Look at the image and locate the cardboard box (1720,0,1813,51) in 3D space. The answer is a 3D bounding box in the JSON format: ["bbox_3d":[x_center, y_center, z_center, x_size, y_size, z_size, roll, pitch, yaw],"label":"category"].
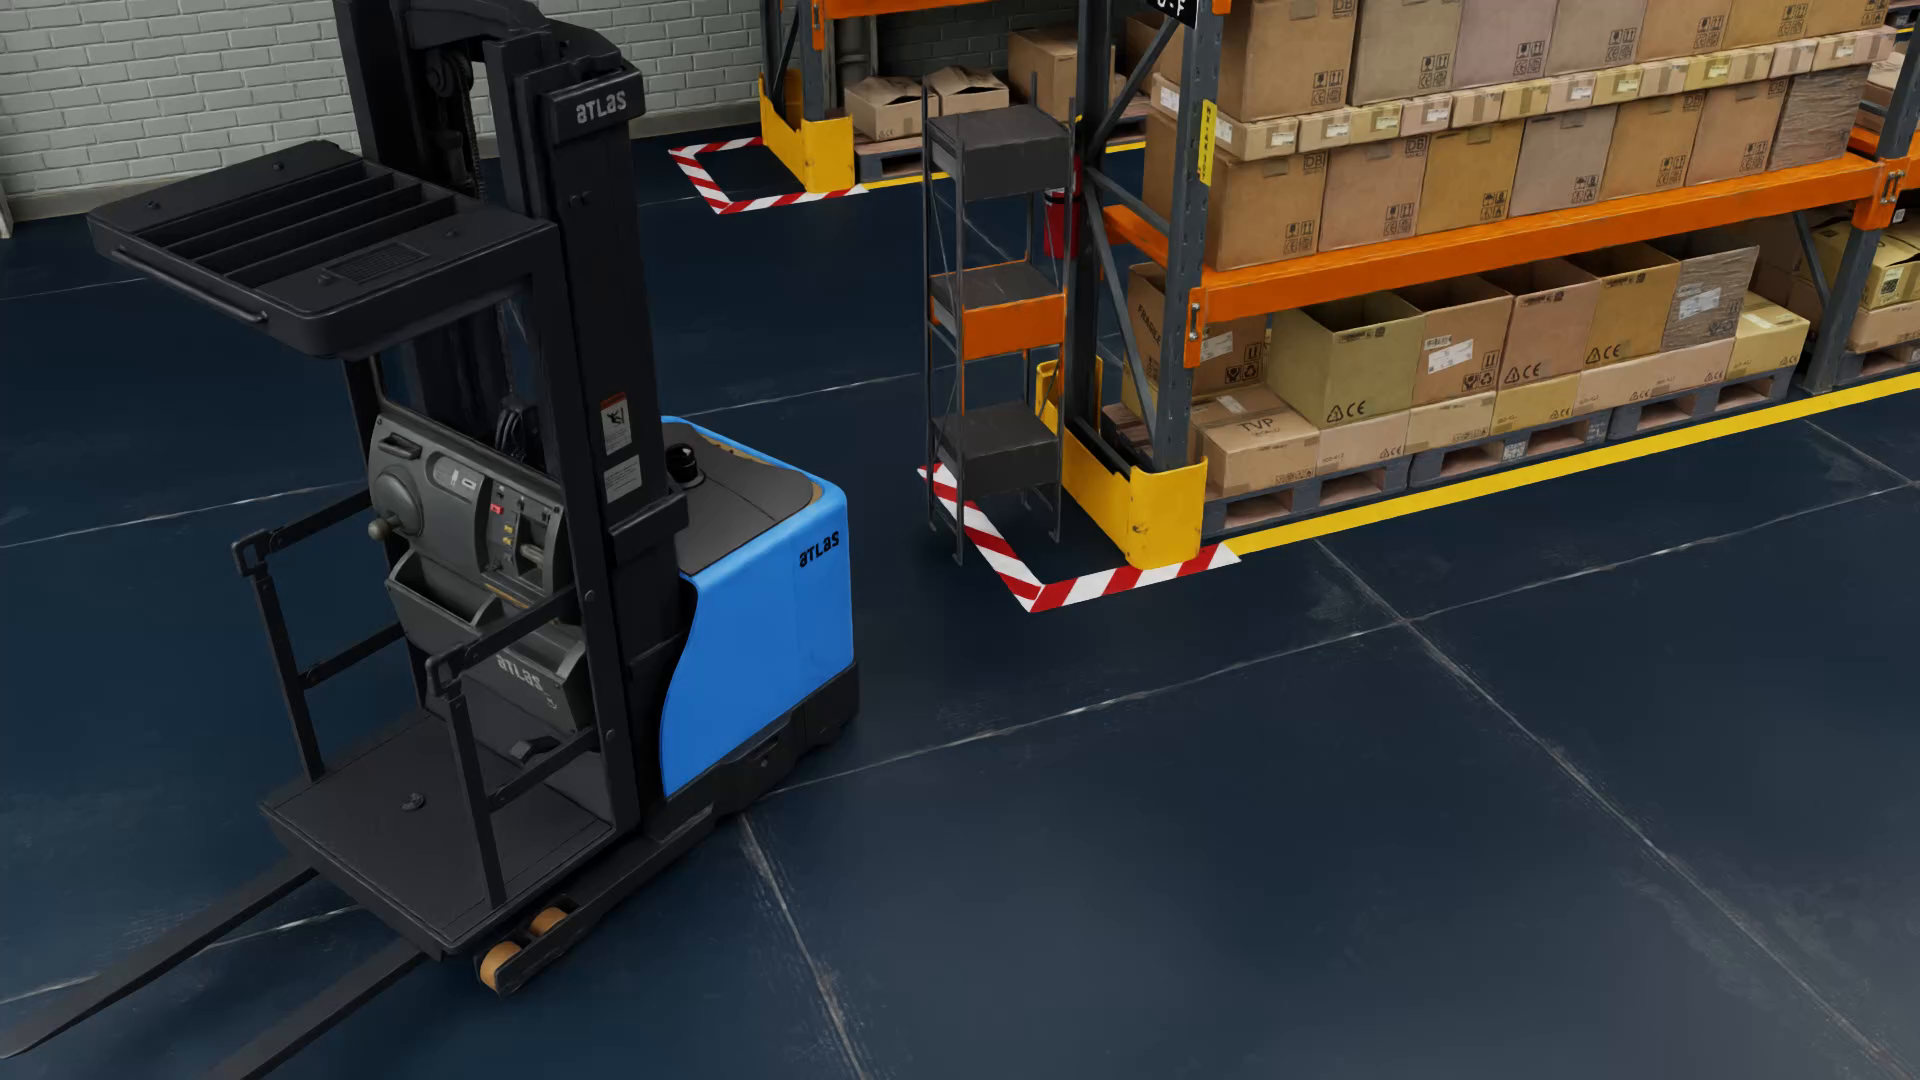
[{"bbox_3d":[3.577,-2.671,7.824,0.500,0.500,0.700,-13,35,-19],"label":"cardboard box"}]

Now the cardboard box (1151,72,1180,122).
[{"bbox_3d":[1.039,-1.935,7.288,0.250,0.149,0.380,-13,35,-20],"label":"cardboard box"}]

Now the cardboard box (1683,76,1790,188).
[{"bbox_3d":[3.558,-2.120,8.166,0.500,0.500,0.700,-13,35,-19],"label":"cardboard box"}]

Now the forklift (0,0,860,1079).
[{"bbox_3d":[-1.704,-0.048,5.137,1.130,2.935,3.031,23,40,31],"label":"forklift"}]

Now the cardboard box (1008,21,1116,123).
[{"bbox_3d":[0.734,-3.423,12.149,0.500,0.500,0.700,-15,36,-22],"label":"cardboard box"}]

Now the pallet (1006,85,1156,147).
[{"bbox_3d":[0.795,-3.192,12.462,1.213,0.211,1.003,-13,35,-19],"label":"pallet"}]

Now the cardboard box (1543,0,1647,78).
[{"bbox_3d":[2.654,-2.461,7.500,0.500,0.500,0.700,-13,35,-19],"label":"cardboard box"}]

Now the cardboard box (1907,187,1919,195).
[{"bbox_3d":[5.649,-1.995,9.688,0.500,0.311,0.500,-13,35,-19],"label":"cardboard box"}]

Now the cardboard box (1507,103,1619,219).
[{"bbox_3d":[2.622,-1.907,7.839,0.500,0.500,0.700,-12,35,-18],"label":"cardboard box"}]

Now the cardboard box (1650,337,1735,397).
[{"bbox_3d":[3.641,-1.005,8.680,0.500,0.250,0.500,-13,35,-19],"label":"cardboard box"}]

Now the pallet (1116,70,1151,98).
[{"bbox_3d":[1.922,-3.451,12.861,1.213,0.211,1.003,-13,35,-19],"label":"pallet"}]

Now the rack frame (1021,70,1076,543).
[{"bbox_3d":[0.378,-0.967,7.310,0.015,2.100,0.400,-13,35,-19],"label":"rack frame"}]

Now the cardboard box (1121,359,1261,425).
[{"bbox_3d":[1.141,-0.730,8.258,0.500,0.250,0.500,-13,35,-19],"label":"cardboard box"}]

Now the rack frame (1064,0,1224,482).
[{"bbox_3d":[0.761,-1.445,7.221,0.127,3.000,1.000,-13,35,-19],"label":"rack frame"}]

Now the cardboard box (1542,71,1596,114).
[{"bbox_3d":[2.623,-2.058,7.475,0.250,0.149,0.380,-13,35,-18],"label":"cardboard box"}]

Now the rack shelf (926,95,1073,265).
[{"bbox_3d":[0.153,-1.490,6.857,0.480,0.518,0.431,-13,35,-19],"label":"rack shelf"}]

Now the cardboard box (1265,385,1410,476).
[{"bbox_3d":[1.801,-0.577,8.023,0.500,0.250,0.500,-13,35,-19],"label":"cardboard box"}]

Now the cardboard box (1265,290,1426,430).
[{"bbox_3d":[1.801,-0.891,7.817,0.500,0.500,0.500,-13,35,-19],"label":"cardboard box"}]

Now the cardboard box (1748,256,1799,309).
[{"bbox_3d":[4.719,-1.546,9.512,0.500,0.250,0.500,-13,35,-19],"label":"cardboard box"}]

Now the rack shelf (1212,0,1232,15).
[{"bbox_3d":[2.605,-2.823,7.248,4.000,0.370,1.077,-13,35,-19],"label":"rack shelf"}]

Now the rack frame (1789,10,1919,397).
[{"bbox_3d":[4.449,-2.290,8.519,0.127,3.000,1.000,-13,35,-19],"label":"rack frame"}]

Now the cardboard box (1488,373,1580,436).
[{"bbox_3d":[2.725,-0.786,8.343,0.500,0.250,0.500,-13,35,-19],"label":"cardboard box"}]

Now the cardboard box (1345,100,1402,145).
[{"bbox_3d":[1.679,-1.843,7.145,0.250,0.149,0.380,-13,35,-19],"label":"cardboard box"}]

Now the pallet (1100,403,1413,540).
[{"bbox_3d":[1.450,-0.459,8.262,1.213,0.211,1.003,-13,35,-19],"label":"pallet"}]

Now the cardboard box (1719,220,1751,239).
[{"bbox_3d":[3.900,-1.687,9.041,0.500,0.500,0.500,-13,35,-19],"label":"cardboard box"}]

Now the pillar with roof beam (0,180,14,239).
[{"bbox_3d":[-4.716,-3.601,5.033,0.400,9.000,9.100,-13,35,-19],"label":"pillar with roof beam"}]

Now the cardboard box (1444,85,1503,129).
[{"bbox_3d":[2.157,-1.952,7.314,0.250,0.149,0.380,-14,36,-21],"label":"cardboard box"}]

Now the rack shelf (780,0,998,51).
[{"bbox_3d":[0.684,-4.056,11.893,4.000,0.370,1.077,-13,35,-19],"label":"rack shelf"}]

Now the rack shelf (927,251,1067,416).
[{"bbox_3d":[0.153,-0.904,7.238,0.480,0.518,0.431,-13,35,-19],"label":"rack shelf"}]

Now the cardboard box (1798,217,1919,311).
[{"bbox_3d":[4.926,-1.510,8.943,0.500,0.311,0.500,-13,35,-19],"label":"cardboard box"}]

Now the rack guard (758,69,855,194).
[{"bbox_3d":[-1.090,-2.904,11.754,0.348,0.500,1.175,-13,35,-19],"label":"rack guard"}]

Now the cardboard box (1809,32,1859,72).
[{"bbox_3d":[4.052,-2.387,7.982,0.250,0.149,0.380,-14,35,-20],"label":"cardboard box"}]

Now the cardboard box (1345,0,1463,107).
[{"bbox_3d":[1.728,-2.248,7.173,0.500,0.500,0.700,-14,36,-20],"label":"cardboard box"}]

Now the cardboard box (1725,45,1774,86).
[{"bbox_3d":[3.570,-2.275,7.809,0.250,0.149,0.380,-13,35,-19],"label":"cardboard box"}]

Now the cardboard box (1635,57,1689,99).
[{"bbox_3d":[3.110,-2.171,7.650,0.250,0.149,0.380,-12,35,-18],"label":"cardboard box"}]

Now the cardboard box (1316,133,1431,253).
[{"bbox_3d":[1.678,-1.692,7.509,0.500,0.500,0.700,-12,35,-18],"label":"cardboard box"}]

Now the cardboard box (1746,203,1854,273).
[{"bbox_3d":[4.711,-1.778,9.354,0.500,0.311,0.500,-13,35,-19],"label":"cardboard box"}]

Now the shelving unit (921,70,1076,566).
[{"bbox_3d":[0.153,-0.915,7.231,0.503,2.100,0.431,-13,35,-19],"label":"shelving unit"}]

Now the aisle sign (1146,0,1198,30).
[{"bbox_3d":[0.819,-2.367,6.254,0.004,0.787,0.394,-13,35,-19],"label":"aisle sign"}]

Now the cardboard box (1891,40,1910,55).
[{"bbox_3d":[5.188,-2.511,8.982,0.258,0.266,0.396,-14,35,-20],"label":"cardboard box"}]

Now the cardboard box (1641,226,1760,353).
[{"bbox_3d":[3.640,-1.320,8.477,0.500,0.500,0.500,-13,35,-19],"label":"cardboard box"}]

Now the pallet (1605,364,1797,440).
[{"bbox_3d":[3.699,-0.974,9.053,1.213,0.211,1.003,-13,35,-19],"label":"pallet"}]

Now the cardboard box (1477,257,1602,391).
[{"bbox_3d":[2.725,-1.100,8.138,0.500,0.500,0.500,-13,35,-19],"label":"cardboard box"}]

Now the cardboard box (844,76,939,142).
[{"bbox_3d":[-0.488,-3.093,11.816,0.500,0.311,0.500,-17,37,-24],"label":"cardboard box"}]

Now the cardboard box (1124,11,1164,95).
[{"bbox_3d":[1.586,-3.677,12.540,0.500,0.500,0.500,-16,36,-22],"label":"cardboard box"}]

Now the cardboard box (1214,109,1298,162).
[{"bbox_3d":[1.206,-1.733,6.977,0.250,0.149,0.380,-13,35,-19],"label":"cardboard box"}]
